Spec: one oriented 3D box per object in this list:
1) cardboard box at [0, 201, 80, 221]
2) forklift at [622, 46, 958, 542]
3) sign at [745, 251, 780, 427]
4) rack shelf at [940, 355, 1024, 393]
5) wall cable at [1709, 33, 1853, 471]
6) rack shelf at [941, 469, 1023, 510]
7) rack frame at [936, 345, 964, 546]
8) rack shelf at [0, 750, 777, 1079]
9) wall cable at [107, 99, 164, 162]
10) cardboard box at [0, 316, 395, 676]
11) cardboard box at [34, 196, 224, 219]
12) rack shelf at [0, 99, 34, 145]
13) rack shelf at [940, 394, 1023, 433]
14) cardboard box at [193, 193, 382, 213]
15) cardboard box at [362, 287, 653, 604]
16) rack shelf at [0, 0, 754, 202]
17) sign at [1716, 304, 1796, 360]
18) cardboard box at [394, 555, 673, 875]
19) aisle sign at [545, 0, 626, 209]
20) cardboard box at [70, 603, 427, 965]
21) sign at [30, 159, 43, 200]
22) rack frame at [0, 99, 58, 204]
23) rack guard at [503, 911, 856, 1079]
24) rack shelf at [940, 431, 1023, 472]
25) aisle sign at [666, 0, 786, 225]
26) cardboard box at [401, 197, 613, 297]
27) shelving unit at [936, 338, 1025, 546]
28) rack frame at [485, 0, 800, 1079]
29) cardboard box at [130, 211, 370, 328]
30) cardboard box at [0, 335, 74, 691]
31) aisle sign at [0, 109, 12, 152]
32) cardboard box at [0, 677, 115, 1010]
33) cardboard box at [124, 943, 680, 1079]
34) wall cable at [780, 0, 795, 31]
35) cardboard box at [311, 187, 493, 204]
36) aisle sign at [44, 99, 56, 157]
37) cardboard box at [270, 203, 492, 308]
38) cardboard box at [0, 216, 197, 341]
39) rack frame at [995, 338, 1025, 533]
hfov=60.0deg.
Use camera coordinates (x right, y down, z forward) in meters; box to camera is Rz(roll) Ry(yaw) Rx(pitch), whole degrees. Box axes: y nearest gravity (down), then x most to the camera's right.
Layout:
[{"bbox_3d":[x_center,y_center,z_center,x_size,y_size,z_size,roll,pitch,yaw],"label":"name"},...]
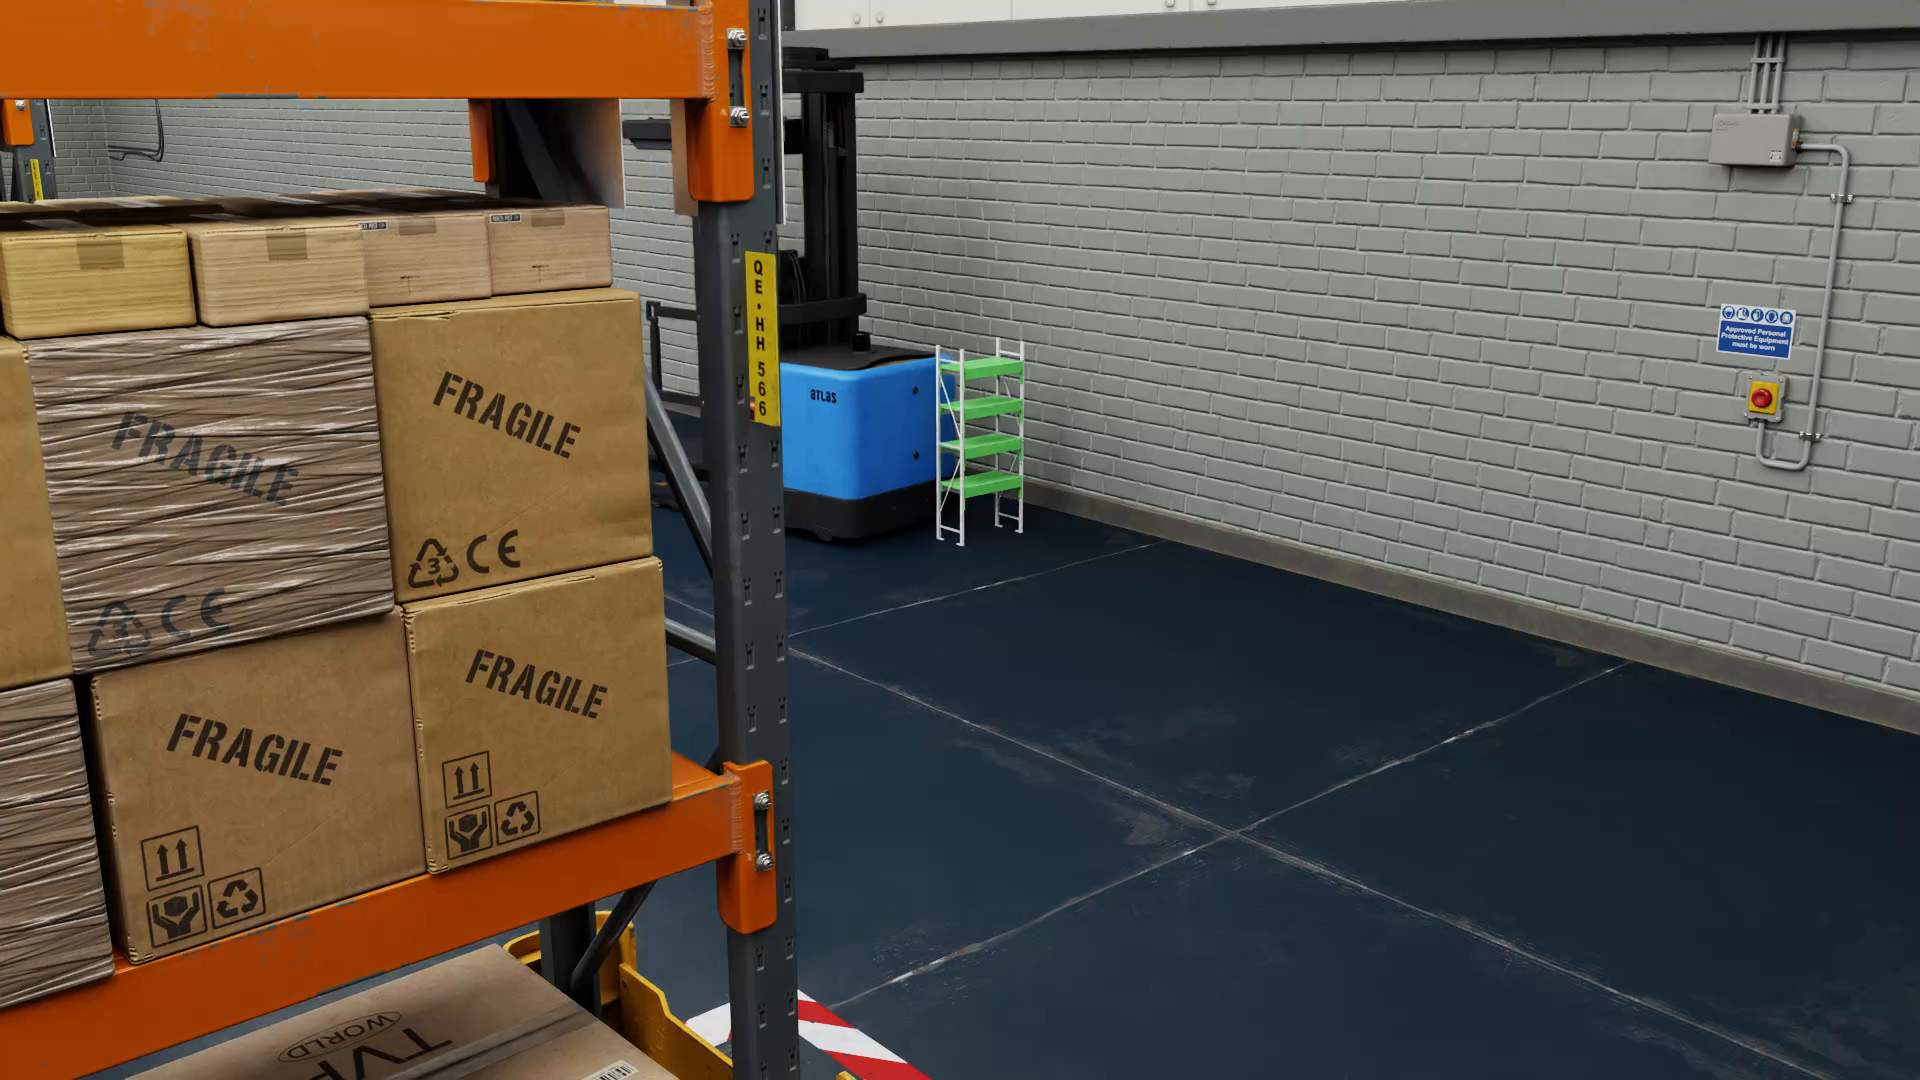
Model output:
[{"bbox_3d":[-1.782,-0.526,3.020,0.250,0.149,0.380,-13,20,-41],"label":"cardboard box"},{"bbox_3d":[-1.462,-1.697,10.925,3.031,2.935,1.130,12,19,39],"label":"forklift"},{"bbox_3d":[-0.377,-0.382,3.164,0.005,0.325,0.100,-13,19,-39],"label":"sign"},{"bbox_3d":[0.125,-1.010,10.093,0.480,0.148,0.258,-13,19,-39],"label":"rack shelf"},{"bbox_3d":[3.515,-1.282,7.206,0.123,1.953,0.585,-13,19,-39],"label":"wall cable"},{"bbox_3d":[0.125,-0.314,10.279,0.480,0.148,0.258,-13,19,-39],"label":"rack shelf"},{"bbox_3d":[-0.059,-0.566,10.045,0.015,1.200,0.240,-13,19,-39],"label":"rack frame"},{"bbox_3d":[-2.232,0.870,2.573,4.000,0.370,1.077,-13,19,-39],"label":"rack shelf"},{"bbox_3d":[-12.482,-6.925,24.755,0.112,2.526,3.097,-13,19,-39],"label":"wall cable"},{"bbox_3d":[-1.306,-0.125,2.774,0.500,0.500,0.500,-13,19,-39],"label":"cardboard box"},{"bbox_3d":[-1.595,-0.575,3.200,0.250,0.149,0.380,-12,19,-38],"label":"cardboard box"},{"bbox_3d":[-5.558,-1.525,5.730,4.000,0.370,1.077,-13,19,-39],"label":"rack shelf"},{"bbox_3d":[0.125,-0.778,10.155,0.480,0.148,0.258,-13,19,-39],"label":"rack shelf"},{"bbox_3d":[-1.324,-0.596,3.281,0.250,0.149,0.380,-12,19,-38],"label":"cardboard box"},{"bbox_3d":[-0.931,-0.219,3.127,0.500,0.500,0.500,-12,19,-38],"label":"cardboard box"},{"bbox_3d":[-2.232,-0.579,2.186,4.000,0.370,1.077,-13,19,-39],"label":"rack shelf"},{"bbox_3d":[3.530,-0.926,7.381,0.001,0.218,0.327,-13,19,-39],"label":"sign"},{"bbox_3d":[-0.913,0.269,3.237,0.500,0.500,0.500,-13,19,-39],"label":"cardboard box"},{"bbox_3d":[-0.859,-1.141,3.670,0.004,0.787,0.394,-13,19,-39],"label":"aisle sign"},{"bbox_3d":[-1.302,0.351,2.929,0.500,0.500,0.500,-13,20,-41],"label":"cardboard box"},{"bbox_3d":[-3.700,-1.363,6.685,0.005,0.325,0.100,-13,19,-39],"label":"sign"},{"bbox_3d":[-4.049,-0.763,7.292,0.127,3.000,1.000,-13,19,-39],"label":"rack frame"},{"bbox_3d":[-0.705,1.388,4.086,0.348,0.500,1.175,-13,19,-39],"label":"rack guard"},{"bbox_3d":[0.125,-0.546,10.217,0.480,0.148,0.258,-13,19,-39],"label":"rack shelf"},{"bbox_3d":[-0.465,-1.024,3.233,0.004,0.787,0.394,-13,19,-39],"label":"aisle sign"},{"bbox_3d":[-0.862,-0.561,3.149,0.250,0.149,0.380,-12,19,-39],"label":"cardboard box"},{"bbox_3d":[0.125,-0.608,10.200,0.503,1.200,0.258,-13,19,-39],"label":"shelving unit"},{"bbox_3d":[-0.721,0.185,3.746,0.053,2.616,0.949,-13,19,-39],"label":"rack frame"},{"bbox_3d":[-1.178,-0.453,2.746,0.250,0.149,0.380,-13,20,-40],"label":"cardboard box"},{"bbox_3d":[-1.681,-0.042,2.463,0.500,0.500,0.500,-13,20,-40],"label":"cardboard box"},{"bbox_3d":[-4.191,-2.089,7.222,0.004,0.787,0.394,-13,19,-39],"label":"aisle sign"},{"bbox_3d":[-1.683,0.440,2.596,0.500,0.500,0.500,-12,19,-38],"label":"cardboard box"},{"bbox_3d":[-1.155,1.350,3.534,0.875,0.438,0.875,-14,20,-41],"label":"cardboard box"},{"bbox_3d":[-0.700,-6.485,10.856,0.120,5.999,2.277,-13,19,-39],"label":"wall cable"},{"bbox_3d":[-1.173,-0.654,3.500,0.250,0.149,0.380,-12,19,-38],"label":"cardboard box"},{"bbox_3d":[-3.797,-1.972,6.784,0.004,0.787,0.394,-13,19,-39],"label":"aisle sign"},{"bbox_3d":[-1.038,-0.513,2.971,0.250,0.149,0.380,-12,19,-38],"label":"cardboard box"},{"bbox_3d":[-1.395,-0.418,2.616,0.250,0.149,0.380,-12,19,-38],"label":"cardboard box"},{"bbox_3d":[0.309,-0.649,10.355,0.015,1.200,0.240,-13,19,-39],"label":"rack frame"}]
